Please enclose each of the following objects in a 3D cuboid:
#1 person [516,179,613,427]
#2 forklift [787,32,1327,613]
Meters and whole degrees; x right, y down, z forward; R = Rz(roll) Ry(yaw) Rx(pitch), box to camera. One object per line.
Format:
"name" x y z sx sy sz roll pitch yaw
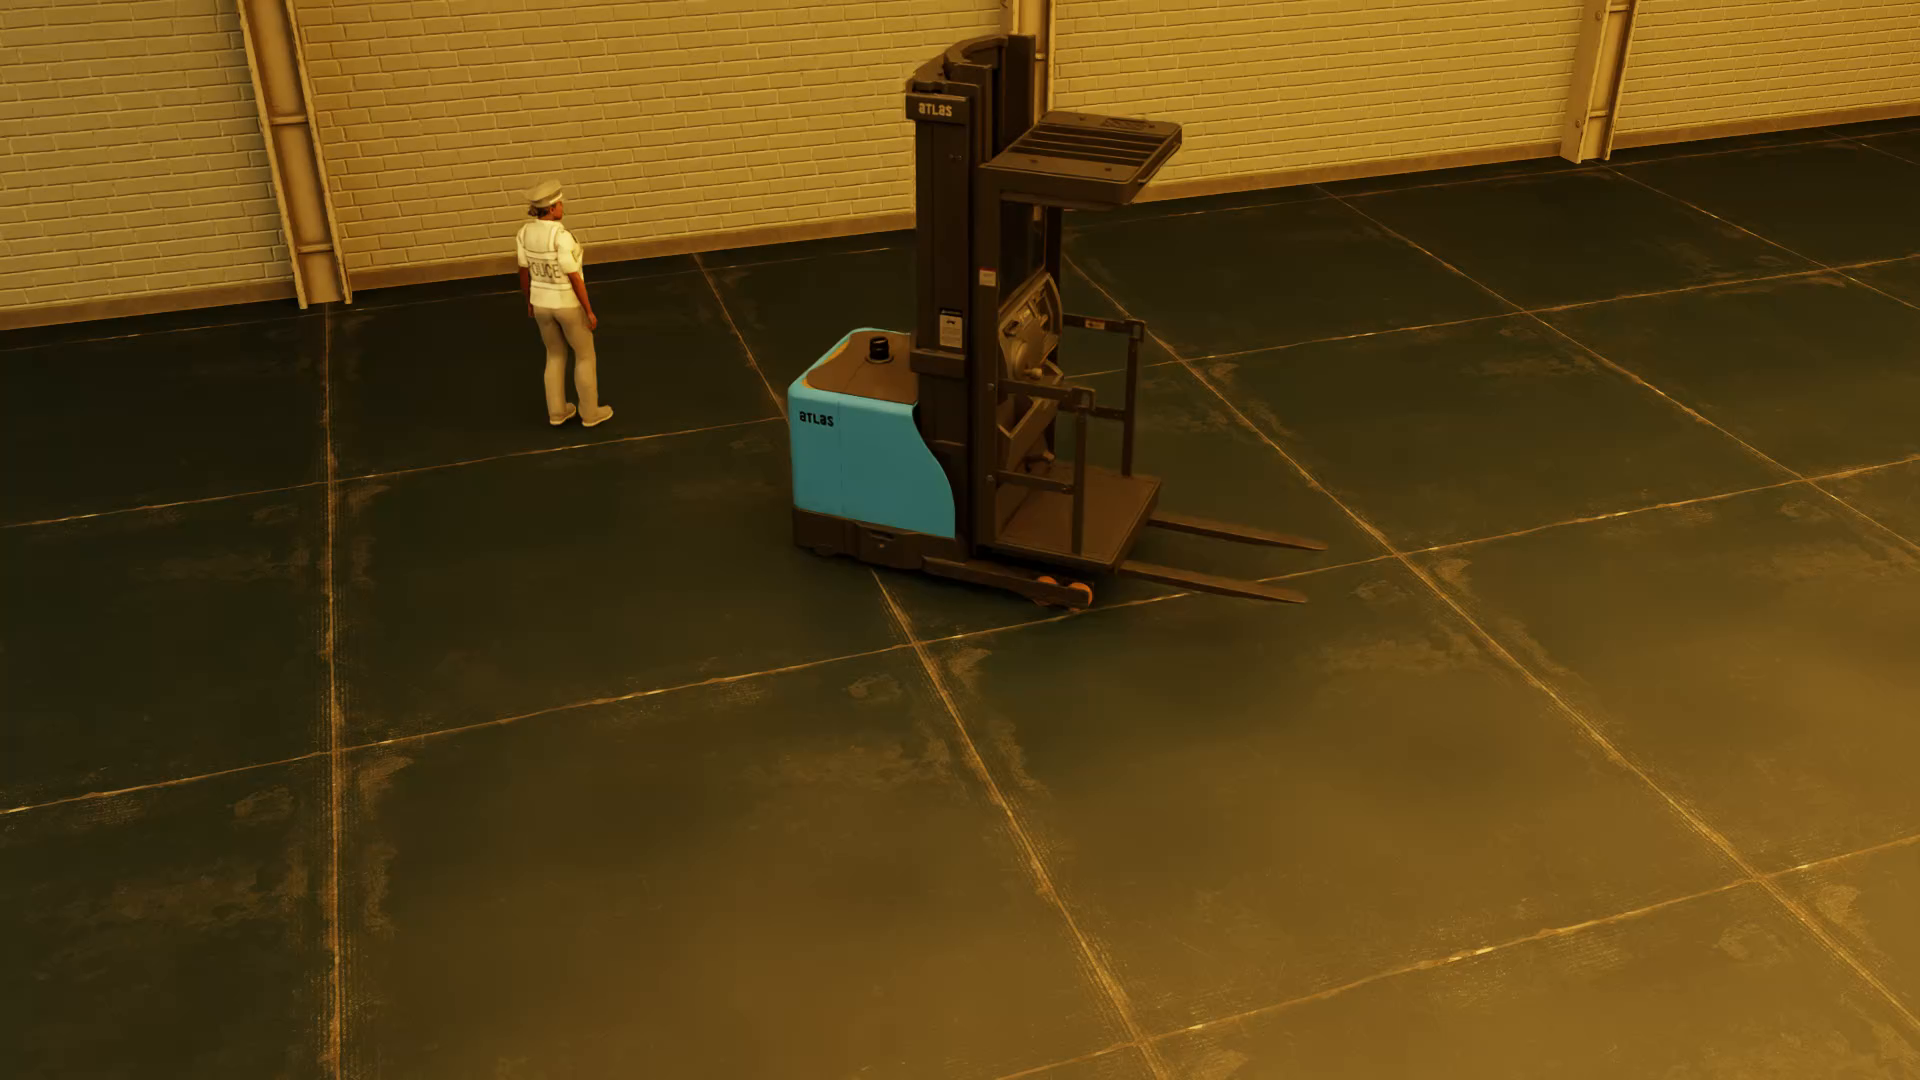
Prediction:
"person" -2.636 -1.560 11.059 0.541 1.680 0.377 12 32 19
"forklift" 0.574 -1.165 9.111 3.031 2.935 1.130 11 32 18
